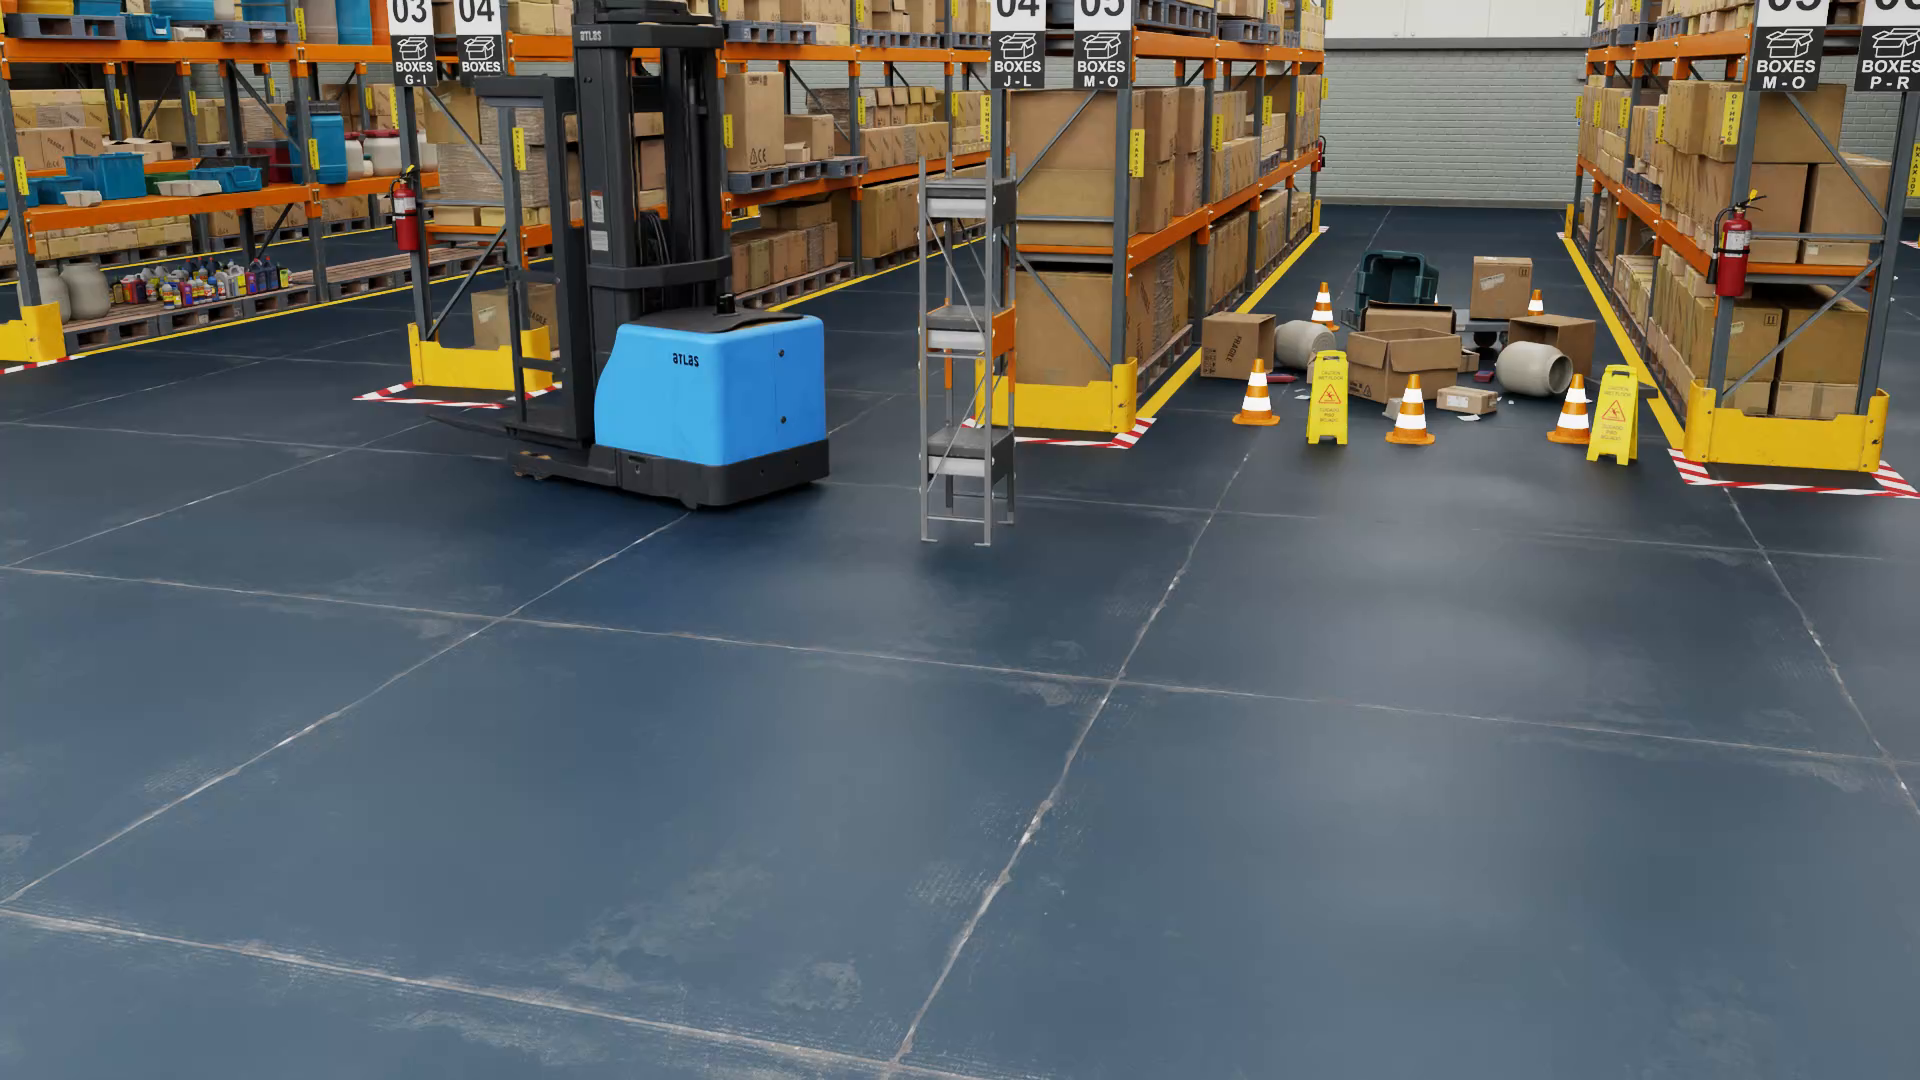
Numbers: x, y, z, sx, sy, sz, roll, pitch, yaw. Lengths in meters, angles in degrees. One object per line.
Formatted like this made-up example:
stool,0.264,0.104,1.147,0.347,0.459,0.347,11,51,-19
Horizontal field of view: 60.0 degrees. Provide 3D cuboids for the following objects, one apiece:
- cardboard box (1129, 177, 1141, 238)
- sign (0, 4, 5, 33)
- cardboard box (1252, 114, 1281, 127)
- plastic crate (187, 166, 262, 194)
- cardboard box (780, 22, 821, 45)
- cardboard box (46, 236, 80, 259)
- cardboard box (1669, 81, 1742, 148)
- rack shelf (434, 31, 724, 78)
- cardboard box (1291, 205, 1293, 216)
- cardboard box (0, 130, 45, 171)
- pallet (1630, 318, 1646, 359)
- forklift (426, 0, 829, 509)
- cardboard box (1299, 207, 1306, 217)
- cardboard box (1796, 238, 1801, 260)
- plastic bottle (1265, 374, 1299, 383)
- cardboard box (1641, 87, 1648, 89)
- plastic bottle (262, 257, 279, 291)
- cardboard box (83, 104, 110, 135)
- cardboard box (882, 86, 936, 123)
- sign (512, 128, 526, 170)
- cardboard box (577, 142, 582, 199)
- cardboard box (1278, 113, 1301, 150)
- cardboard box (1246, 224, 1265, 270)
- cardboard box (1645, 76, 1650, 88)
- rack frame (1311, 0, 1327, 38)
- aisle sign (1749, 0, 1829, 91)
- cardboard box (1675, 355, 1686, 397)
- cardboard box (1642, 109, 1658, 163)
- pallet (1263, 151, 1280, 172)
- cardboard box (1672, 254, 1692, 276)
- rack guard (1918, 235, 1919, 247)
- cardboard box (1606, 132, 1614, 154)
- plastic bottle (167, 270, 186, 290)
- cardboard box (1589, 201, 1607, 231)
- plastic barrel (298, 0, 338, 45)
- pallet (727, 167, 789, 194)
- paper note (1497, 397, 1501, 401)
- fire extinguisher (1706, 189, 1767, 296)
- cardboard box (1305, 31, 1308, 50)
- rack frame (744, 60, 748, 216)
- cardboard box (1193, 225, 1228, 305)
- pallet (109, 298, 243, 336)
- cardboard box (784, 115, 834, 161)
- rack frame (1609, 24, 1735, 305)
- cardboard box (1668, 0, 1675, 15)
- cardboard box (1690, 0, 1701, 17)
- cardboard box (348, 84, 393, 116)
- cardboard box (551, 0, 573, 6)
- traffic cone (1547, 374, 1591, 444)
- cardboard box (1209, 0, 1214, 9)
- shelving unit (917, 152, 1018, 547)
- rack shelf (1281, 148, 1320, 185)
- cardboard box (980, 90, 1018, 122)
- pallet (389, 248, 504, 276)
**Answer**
cardboard box,0.911,-2.629,12.828,0.875,0.550,0.550,5,16,16
sign,-8.236,-4.510,14.219,0.100,0.325,0.005,5,16,16
cardboard box,4.046,-5.560,22.035,0.380,0.149,0.250,4,16,14
plastic crate,-7.680,-3.771,17.399,0.499,0.251,0.616,5,16,16
cardboard box,-1.913,-5.781,18.991,0.500,0.250,0.500,5,17,17
cardboard box,-11.730,-3.773,21.403,0.500,0.250,0.500,4,16,14
cardboard box,5.957,-3.313,12.952,0.700,0.500,0.500,4,16,15
rack shelf,-3.445,-4.342,14.963,1.077,0.370,4.000,5,16,16
cardboard box,4.555,-4.709,23.799,0.380,0.149,0.250,5,17,19
cardboard box,-11.990,-4.923,21.007,0.500,0.500,0.500,6,17,20
pallet,6.844,-1.863,15.509,1.003,0.211,1.213,5,16,16
forklift,-2.310,-1.891,10.625,3.031,2.935,1.130,12,20,35
cardboard box,5.103,-5.038,25.504,0.380,0.149,0.250,5,17,17
cardboard box,5.841,-1.973,11.248,0.380,0.149,0.250,5,17,17
plastic bottle,2.703,-1.363,14.021,0.283,0.061,0.133,-1,16,-3
cardboard box,9.266,-5.728,22.012,0.500,0.500,0.500,5,17,16
plastic bottle,-7.532,-2.899,18.102,0.144,0.351,0.185,4,16,14
cardboard box,-14.740,-7.075,28.009,0.500,0.500,0.500,4,16,15
cardboard box,-0.777,-6.225,23.756,0.797,0.503,0.637,4,16,14
sign,-3.493,-3.097,13.163,0.100,0.325,0.005,5,16,16
cardboard box,-3.620,-3.323,14.819,0.875,0.500,0.500,5,16,16
cardboard box,4.506,-5.752,23.383,0.500,0.500,0.500,4,16,15
cardboard box,3.432,-3.569,20.226,0.500,0.500,0.500,4,16,14
cardboard box,9.294,-6.065,22.011,0.380,0.149,0.250,5,17,17
rack frame,5.260,-9.383,25.920,1.000,3.000,0.127,5,16,16
aisle sign,5.192,-3.211,10.388,0.394,0.787,0.004,5,16,16
cardboard box,5.614,-1.200,12.333,0.500,0.250,0.500,5,16,16
cardboard box,6.976,-3.934,16.203,0.500,0.500,0.500,4,16,14
pallet,3.510,-4.833,21.223,1.003,0.211,1.213,5,16,16
cardboard box,5.887,-2.186,13.244,0.380,0.149,0.250,6,17,19
rack guard,14.773,-4.533,24.396,1.175,0.500,0.348,5,16,16
cardboard box,8.071,-4.767,19.999,0.500,0.250,0.500,4,16,14
plastic bottle,-8.278,-2.710,17.571,0.152,0.276,0.135,5,16,16
cardboard box,9.691,-4.689,24.288,0.875,0.438,0.875,5,17,17
plastic barrel,-7.503,-6.158,19.127,0.600,0.901,0.600,0,16,0
pallet,-2.520,-3.865,17.811,1.003,0.211,1.213,5,16,16
paper note,4.233,-1.132,13.286,0.148,0.019,0.142,11,19,35
fire extinguisher,5.014,-1.922,10.751,0.296,0.674,0.183,5,16,16
cardboard box,4.642,-7.054,23.480,0.500,0.250,0.500,4,16,15
rack frame,-4.215,-7.292,29.542,1.000,3.000,0.127,5,16,16
cardboard box,2.218,-2.899,17.406,1.050,0.750,0.750,5,16,16
pallet,-8.201,-2.319,17.117,1.003,0.211,1.213,5,16,16
cardboard box,-1.918,-4.767,19.687,0.700,0.500,0.500,7,17,24
rack frame,7.761,-4.047,18.100,1.000,3.000,0.127,5,16,16
cardboard box,7.355,-5.138,16.261,0.797,0.503,0.637,5,16,16
cardboard box,6.099,-4.285,13.171,0.500,0.250,0.500,4,16,15
cardboard box,-9.696,-7.261,27.418,0.500,0.500,0.500,5,17,17
cardboard box,-3.448,-4.541,13.888,0.380,0.149,0.250,5,17,18
traffic cone,4.373,-0.946,11.816,0.336,0.463,0.334,5,16,16
cardboard box,2.053,-4.810,14.801,0.380,0.149,0.250,5,16,16
shelving unit,0.047,-1.053,9.196,0.431,2.100,0.503,5,16,16
rack shelf,4.692,-5.628,24.992,1.077,0.370,4.000,5,16,16
cardboard box,0.647,-7.192,27.544,0.500,0.500,0.500,5,17,17
pallet,-6.746,-3.658,21.840,1.003,0.211,1.213,5,16,16
